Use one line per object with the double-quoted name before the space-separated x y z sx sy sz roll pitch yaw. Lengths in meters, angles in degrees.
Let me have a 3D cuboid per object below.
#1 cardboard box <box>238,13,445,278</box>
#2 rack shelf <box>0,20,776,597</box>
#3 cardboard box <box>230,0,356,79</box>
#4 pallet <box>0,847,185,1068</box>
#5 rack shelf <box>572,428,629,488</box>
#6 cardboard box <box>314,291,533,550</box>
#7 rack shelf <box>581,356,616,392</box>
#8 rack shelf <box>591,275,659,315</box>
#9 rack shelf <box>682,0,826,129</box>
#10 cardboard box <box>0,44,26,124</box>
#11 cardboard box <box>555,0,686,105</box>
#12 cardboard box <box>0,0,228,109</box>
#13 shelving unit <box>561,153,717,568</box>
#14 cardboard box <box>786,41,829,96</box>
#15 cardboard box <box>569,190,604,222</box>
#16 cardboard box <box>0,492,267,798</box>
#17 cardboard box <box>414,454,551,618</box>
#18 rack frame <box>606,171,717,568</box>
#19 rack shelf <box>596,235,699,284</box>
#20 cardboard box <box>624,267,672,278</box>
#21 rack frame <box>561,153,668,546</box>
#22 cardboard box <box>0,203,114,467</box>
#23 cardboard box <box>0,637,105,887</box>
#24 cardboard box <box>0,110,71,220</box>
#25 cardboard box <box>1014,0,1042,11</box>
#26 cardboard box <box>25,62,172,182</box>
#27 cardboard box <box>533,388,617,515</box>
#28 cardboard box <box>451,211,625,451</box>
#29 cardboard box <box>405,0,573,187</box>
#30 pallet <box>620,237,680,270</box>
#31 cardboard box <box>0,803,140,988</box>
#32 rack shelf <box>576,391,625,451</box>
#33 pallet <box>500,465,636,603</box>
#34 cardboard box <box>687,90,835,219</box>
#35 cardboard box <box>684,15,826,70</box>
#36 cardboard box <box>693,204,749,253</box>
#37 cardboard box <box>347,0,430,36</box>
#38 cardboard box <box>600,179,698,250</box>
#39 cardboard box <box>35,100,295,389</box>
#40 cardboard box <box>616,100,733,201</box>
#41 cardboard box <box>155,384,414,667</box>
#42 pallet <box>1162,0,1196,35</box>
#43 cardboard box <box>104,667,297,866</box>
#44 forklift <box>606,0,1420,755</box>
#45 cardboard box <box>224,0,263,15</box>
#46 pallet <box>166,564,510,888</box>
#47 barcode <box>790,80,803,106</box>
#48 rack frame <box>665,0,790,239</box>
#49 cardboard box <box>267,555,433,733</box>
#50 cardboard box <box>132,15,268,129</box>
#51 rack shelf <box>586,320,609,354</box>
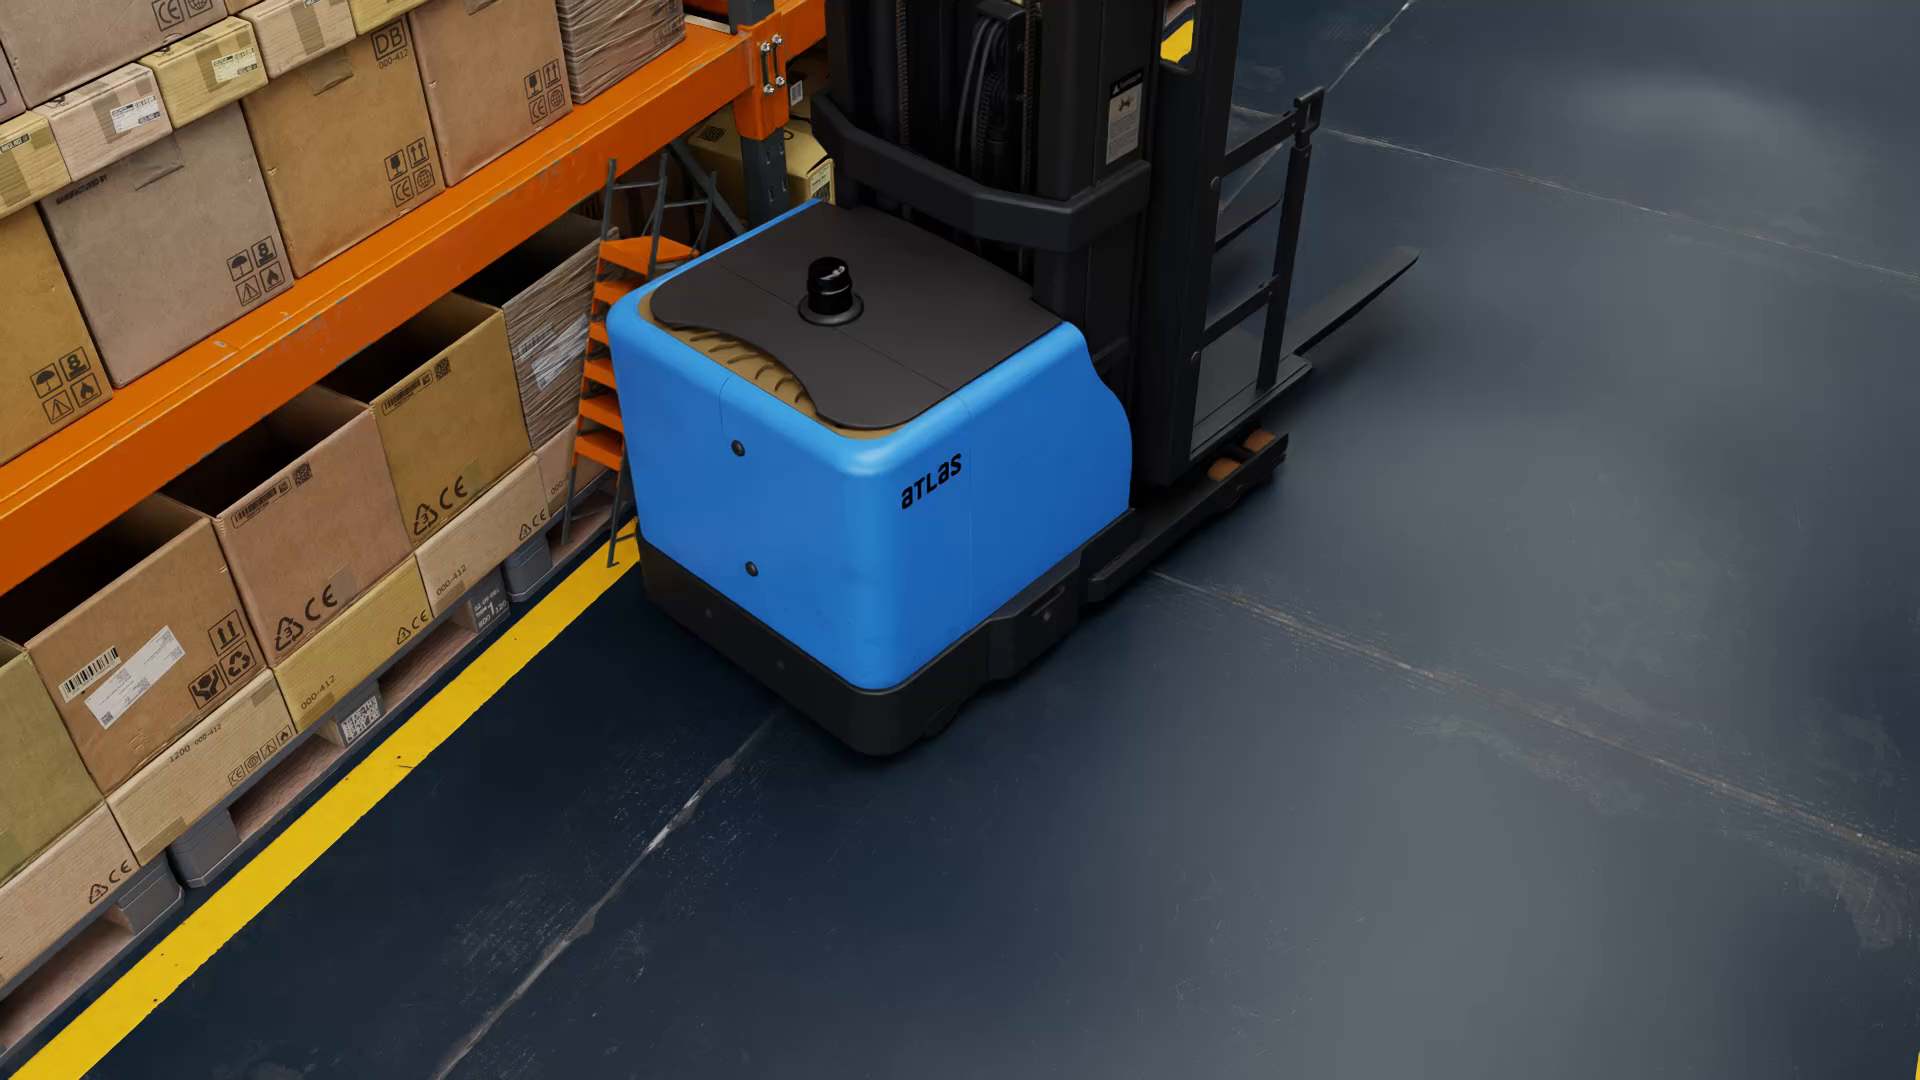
"cardboard box" -1.757 -1.070 4.120 0.700 0.500 0.500 22 46 23
"rack shelf" -2.028 -0.464 4.052 1.077 0.370 4.000 21 45 22
"cardboard box" -1.615 -1.207 3.784 0.380 0.149 0.250 22 46 23
"pallet" -2.683 1.005 3.949 1.003 0.211 1.213 21 45 22
"rack shelf" -1.015 -0.262 5.023 0.180 0.103 0.258 23 25 23
"cardboard box" -1.577 -0.378 4.605 0.500 0.500 0.500 21 45 22
"rack shelf" -0.965 -0.477 4.930 0.180 0.103 0.258 23 25 23
"rack shelf" -0.915 -0.693 4.838 0.180 0.103 0.258 23 25 23
"rack shelf" -0.027 -2.753 6.651 1.077 0.370 4.000 21 45 22
"cardboard box" -2.248 -0.999 3.057 0.700 0.500 0.500 21 46 22
"cardboard box" -1.244 -1.660 4.790 0.700 0.500 0.500 20 45 21
"cardboard box" -1.997 -1.285 3.383 0.700 0.500 0.500 21 46 22
"shelving unit" -0.956 -0.517 4.913 0.189 1.200 0.258 23 25 23
"cardboard box" -0.350 -1.653 6.196 0.500 0.311 0.500 20 45 22
"cardboard box" -1.531 -1.124 5.452 0.500 0.500 0.500 21 45 22
"cardboard box" -2.080 0.193 3.957 0.500 0.500 0.500 21 45 22
"cardboard box" -1.566 -0.093 4.848 0.500 0.250 0.500 21 45 22
"rack frame" -0.879 -0.484 4.877 0.006 1.200 0.240 23 25 23
"rack shelf" -0.891 -0.801 4.791 0.180 0.103 0.258 23 25 23
"cardboard box" -1.070 -0.667 5.500 0.500 0.250 0.500 21 45 22
"rack frame" -1.033 -0.551 4.949 0.006 1.200 0.240 23 25 23
"cardboard box" -2.272 -0.474 3.443 0.700 0.500 0.500 21 46 22
"cardboard box" -2.320 0.483 3.627 0.500 0.500 0.500 21 45 22
"cardboard box" -2.004 -0.762 3.279 0.380 0.149 0.250 20 45 22
"cardboard box" 0.163 -2.249 6.872 0.500 0.311 0.500 22 46 23
"cardboard box" -1.876 -0.903 3.440 0.380 0.149 0.250 21 46 22
"cardboard box" -1.329 -0.384 5.179 0.500 0.250 0.500 21 45 22
"cardboard box" -1.331 -0.666 4.932 0.500 0.500 0.500 21 45 22
"cardboard box" -1.502 -1.356 4.445 0.700 0.500 0.500 20 45 22
"pallet" -0.693 -1.267 6.528 1.003 0.211 1.213 21 45 22
"cardboard box" -2.321 0.764 3.876 0.500 0.250 0.500 21 45 22
"rack shelf" -0.990 -0.370 4.977 0.180 0.103 0.258 23 25 23
"pallet" -1.462 -0.391 5.534 1.003 0.211 1.213 21 45 22
"cardboard box" -0.605 -1.369 5.873 0.500 0.311 0.500 21 46 22
"cardboard box" -0.818 -1.841 6.409 0.500 0.311 0.500 22 46 23
"cardboard box" -0.611 -1.153 6.052 0.500 0.250 0.500 20 45 21
"cardboard box" -1.489 -1.351 3.948 0.380 0.149 0.250 21 45 22
"cardboard box" -1.071 -1.337 6.262 0.500 0.250 0.500 20 45 22
"cardboard box" -2.012 -0.777 3.787 0.700 0.500 0.500 22 46 23
"cardboard box" -1.073 -1.541 6.069 0.500 0.311 0.500 21 45 22
"cardboard box" -1.815 -0.088 4.275 0.500 0.500 0.500 21 45 22
"pallet" 0.528 -2.663 8.114 1.003 0.211 1.213 21 45 22
"cardboard box" -2.071 0.478 4.200 0.500 0.250 0.500 21 45 22
"forklift" 0.424 -1.407 4.630 1.130 2.935 3.031 31 50 30
"cardboard box" -1.747 -1.571 3.707 0.700 0.500 0.500 21 45 22
"pallet" -2.071 0.310 4.738 1.003 0.211 1.213 21 45 22
"barcode" -0.539 -1.474 5.486 0.001 0.075 0.075 21 45 22
"rack frame" -1.027 -1.879 5.113 1.000 3.000 0.127 21 45 22
"cardboard box" -1.816 0.194 4.523 0.500 0.250 0.500 21 45 22
"cardboard box" -1.745 -1.054 3.611 0.380 0.149 0.250 22 46 23
"rack shelf" -0.940 -0.585 4.884 0.180 0.103 0.258 23 25 23
